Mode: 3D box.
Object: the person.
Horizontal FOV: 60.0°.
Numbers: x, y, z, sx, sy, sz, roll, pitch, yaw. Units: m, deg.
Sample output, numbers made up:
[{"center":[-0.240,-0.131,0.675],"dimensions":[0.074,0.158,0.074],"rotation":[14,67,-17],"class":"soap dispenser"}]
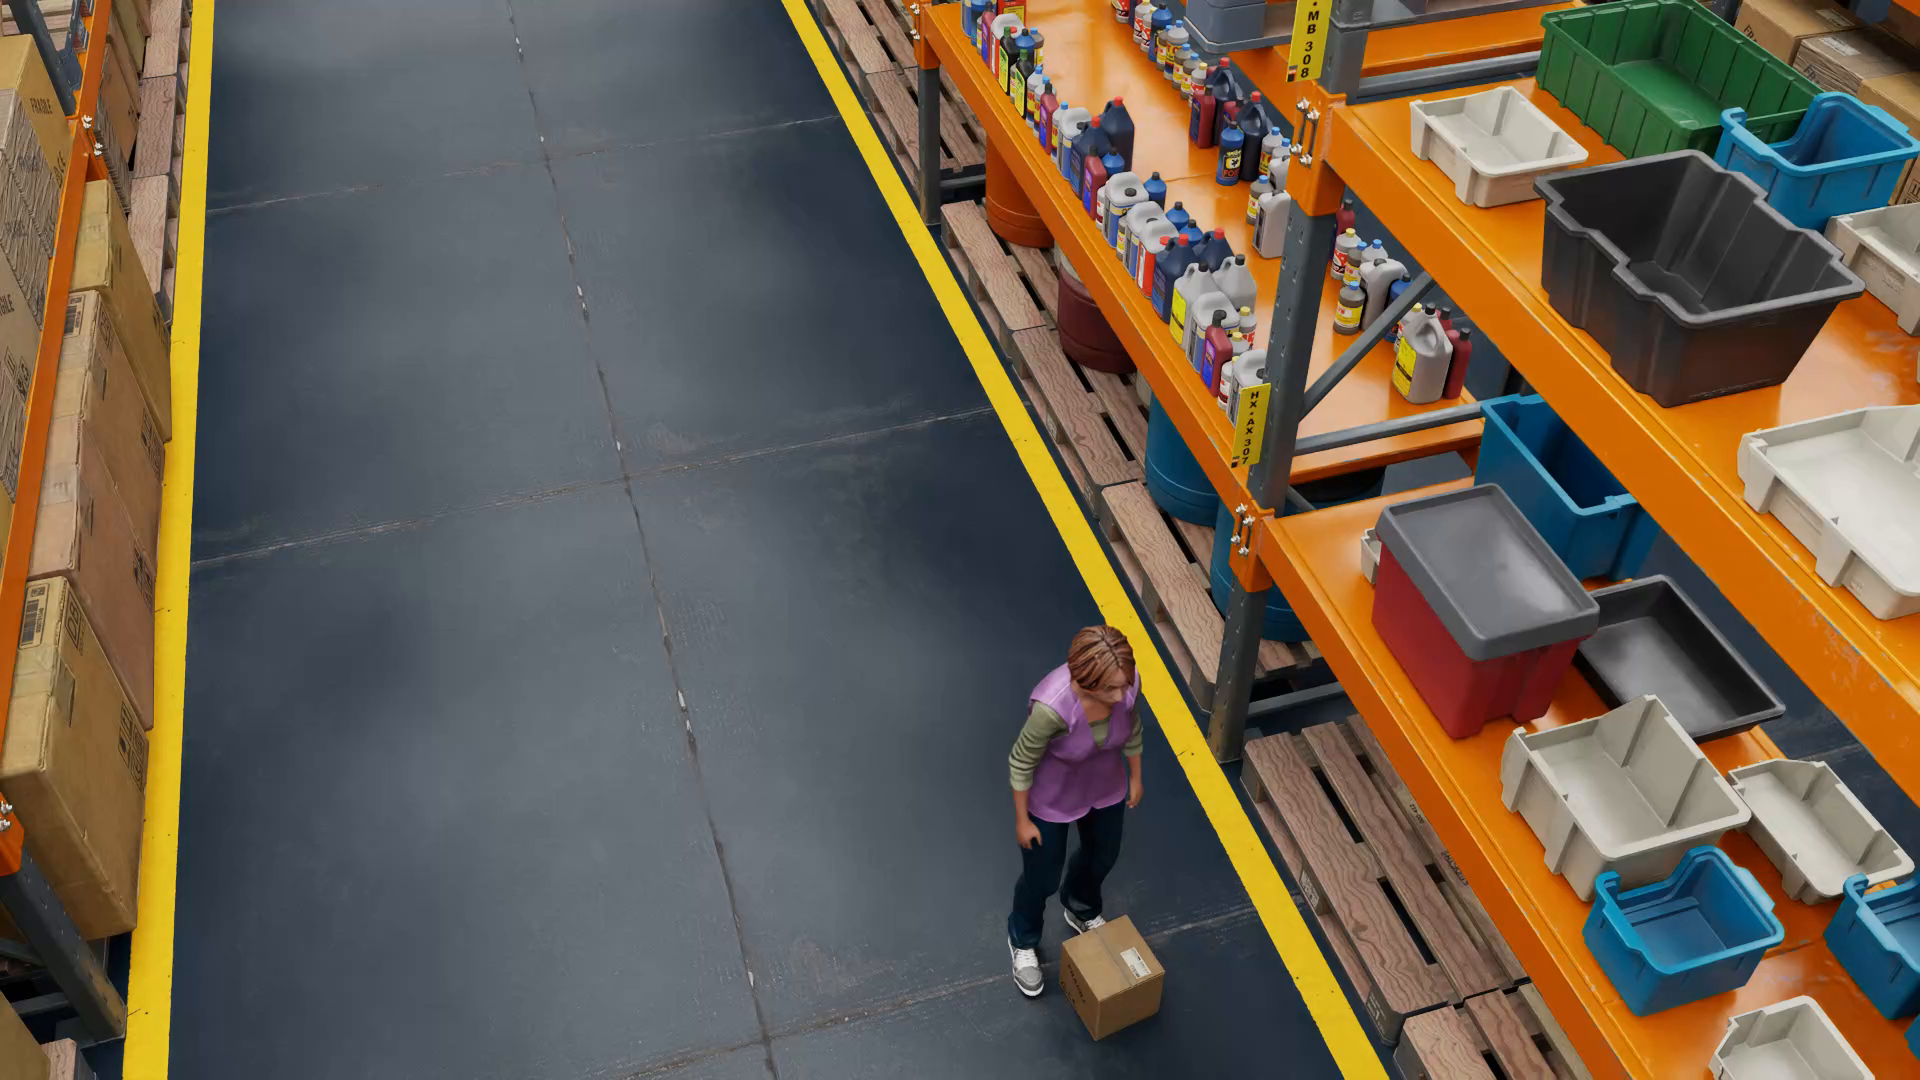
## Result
[{"center":[0.369,0.820,5.285],"dimensions":[0.475,1.592,0.349],"rotation":[-19,46,-19],"class":"person"}]
